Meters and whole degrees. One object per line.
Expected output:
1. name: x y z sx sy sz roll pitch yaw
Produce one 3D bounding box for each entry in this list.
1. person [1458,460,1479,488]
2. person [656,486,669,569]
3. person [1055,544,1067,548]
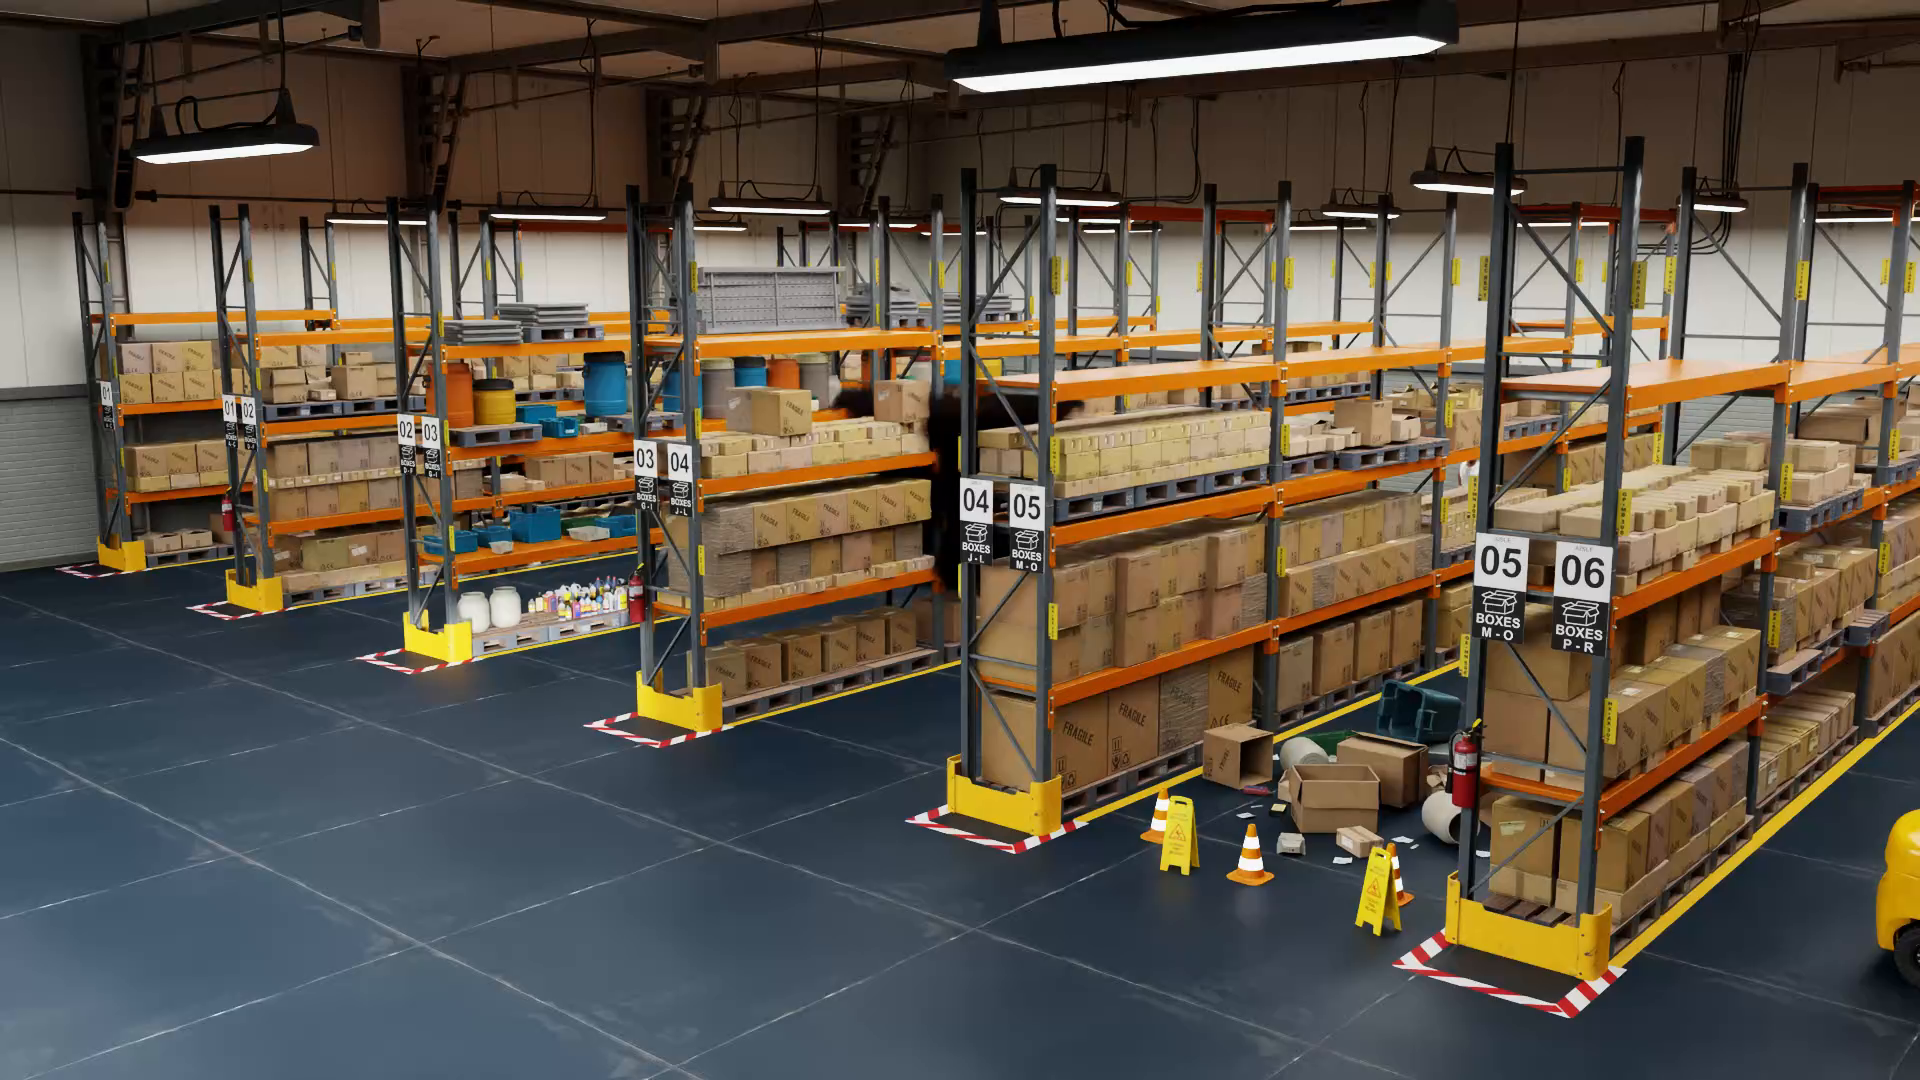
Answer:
1. person: 9.633 -0.861 31.388 0.646 1.804 0.878 8 13 40
2. person: -4.787 -0.356 28.049 1.083 1.693 0.736 -9 13 -44
3. person: 1.035 0.457 21.344 0.792 1.760 0.636 -8 12 -38
